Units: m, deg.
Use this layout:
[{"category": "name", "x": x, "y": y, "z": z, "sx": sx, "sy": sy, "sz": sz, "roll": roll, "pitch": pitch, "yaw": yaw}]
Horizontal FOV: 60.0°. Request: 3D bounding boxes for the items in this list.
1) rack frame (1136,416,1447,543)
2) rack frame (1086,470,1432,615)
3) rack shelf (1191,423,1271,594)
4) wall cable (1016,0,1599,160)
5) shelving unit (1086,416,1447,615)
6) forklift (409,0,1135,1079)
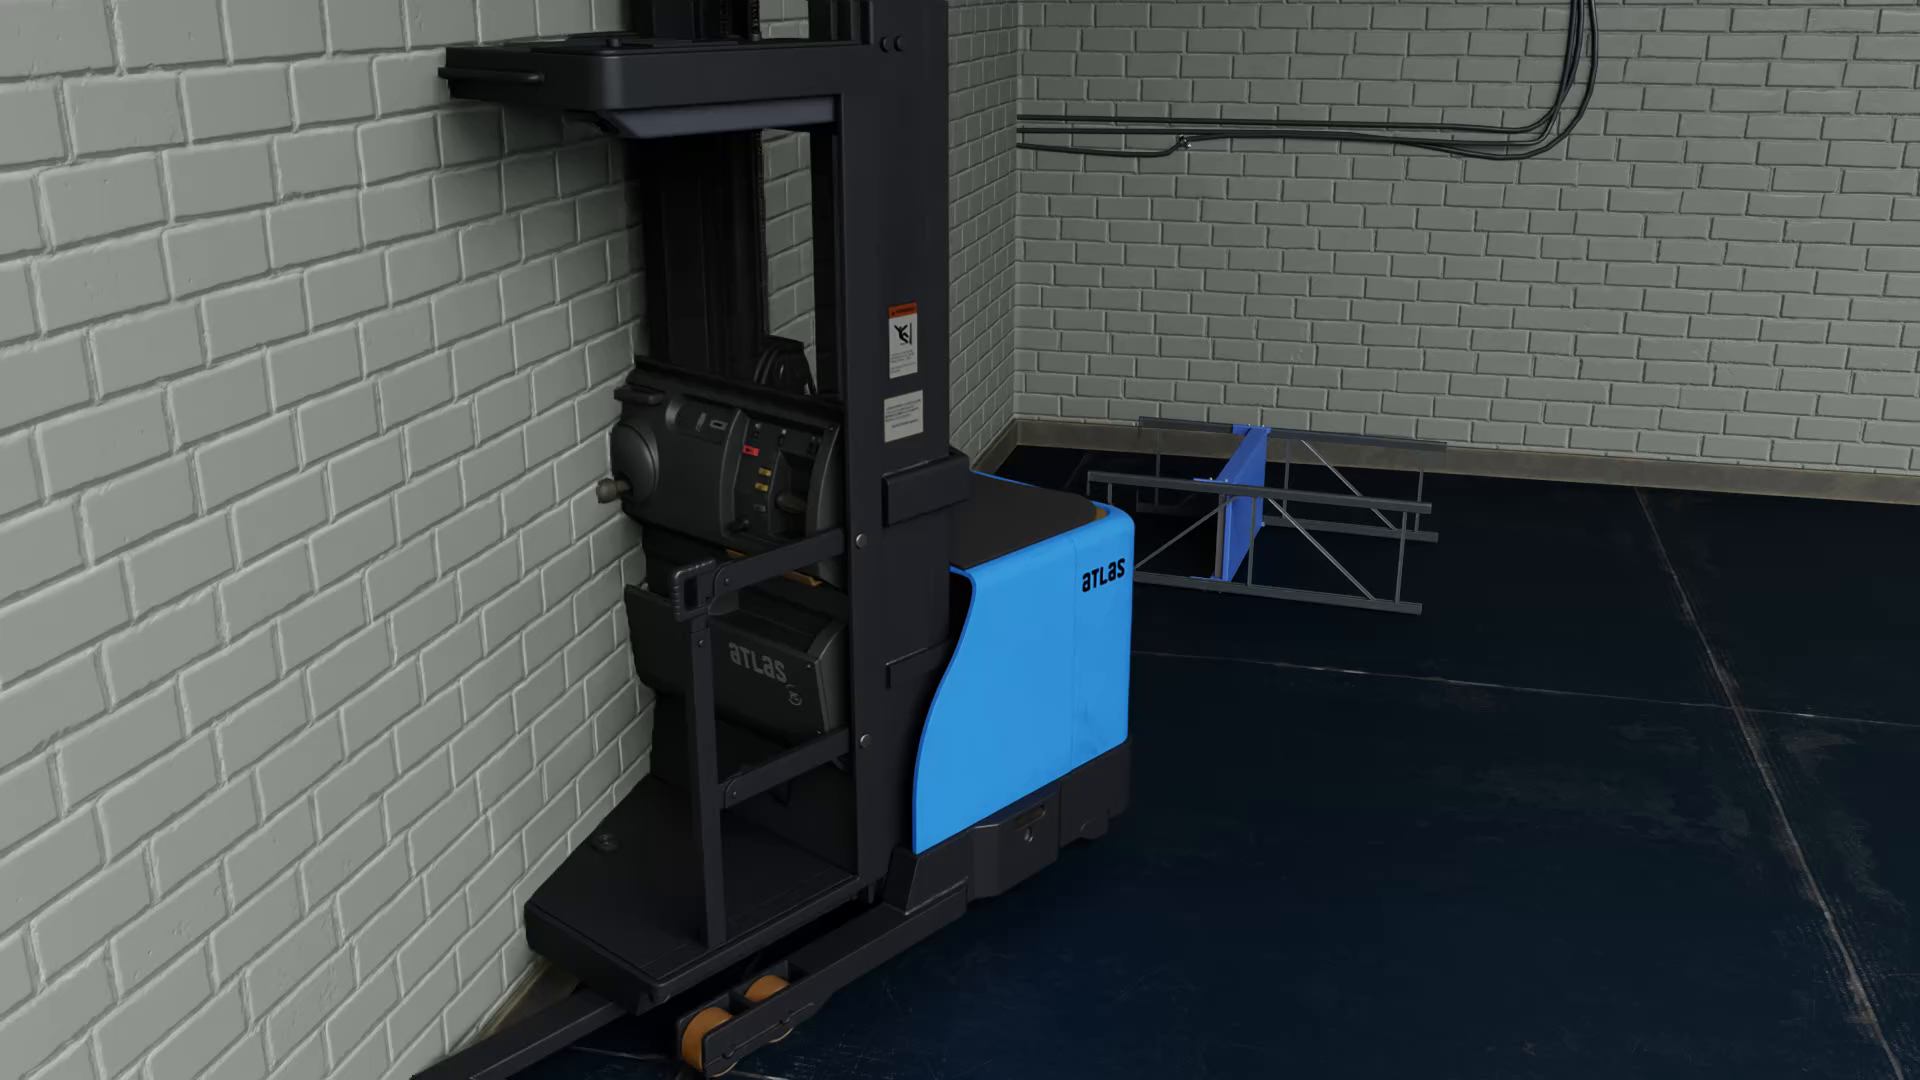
[{"category": "rack frame", "x": 1.617, "y": -0.307, "z": 8.252, "sx": 1.500, "sy": 0.500, "sz": 0.032, "roll": 6, "pitch": 20, "yaw": 18}, {"category": "rack frame", "x": 1.285, "y": 0.004, "z": 7.343, "sx": 1.500, "sy": 0.500, "sz": 0.032, "roll": 6, "pitch": 20, "yaw": 18}, {"category": "rack shelf", "x": 1.281, "y": -0.170, "z": 7.853, "sx": 0.185, "sy": 0.538, "sz": 1.000, "roll": 6, "pitch": 20, "yaw": 18}, {"category": "wall cable", "x": 1.729, "y": -3.230, "z": 8.527, "sx": 3.097, "sy": 2.526, "sz": 0.112, "roll": 5, "pitch": 19, "yaw": 13}, {"category": "shelving unit", "x": 1.451, "y": -0.151, "z": 7.798, "sx": 1.500, "sy": 0.538, "sz": 1.048, "roll": 6, "pitch": 20, "yaw": 18}, {"category": "forklift", "x": -0.804, "y": -0.214, "z": 4.280, "sx": 1.130, "sy": 2.935, "sz": 3.031, "roll": 16, "pitch": 25, "yaw": 39}]
